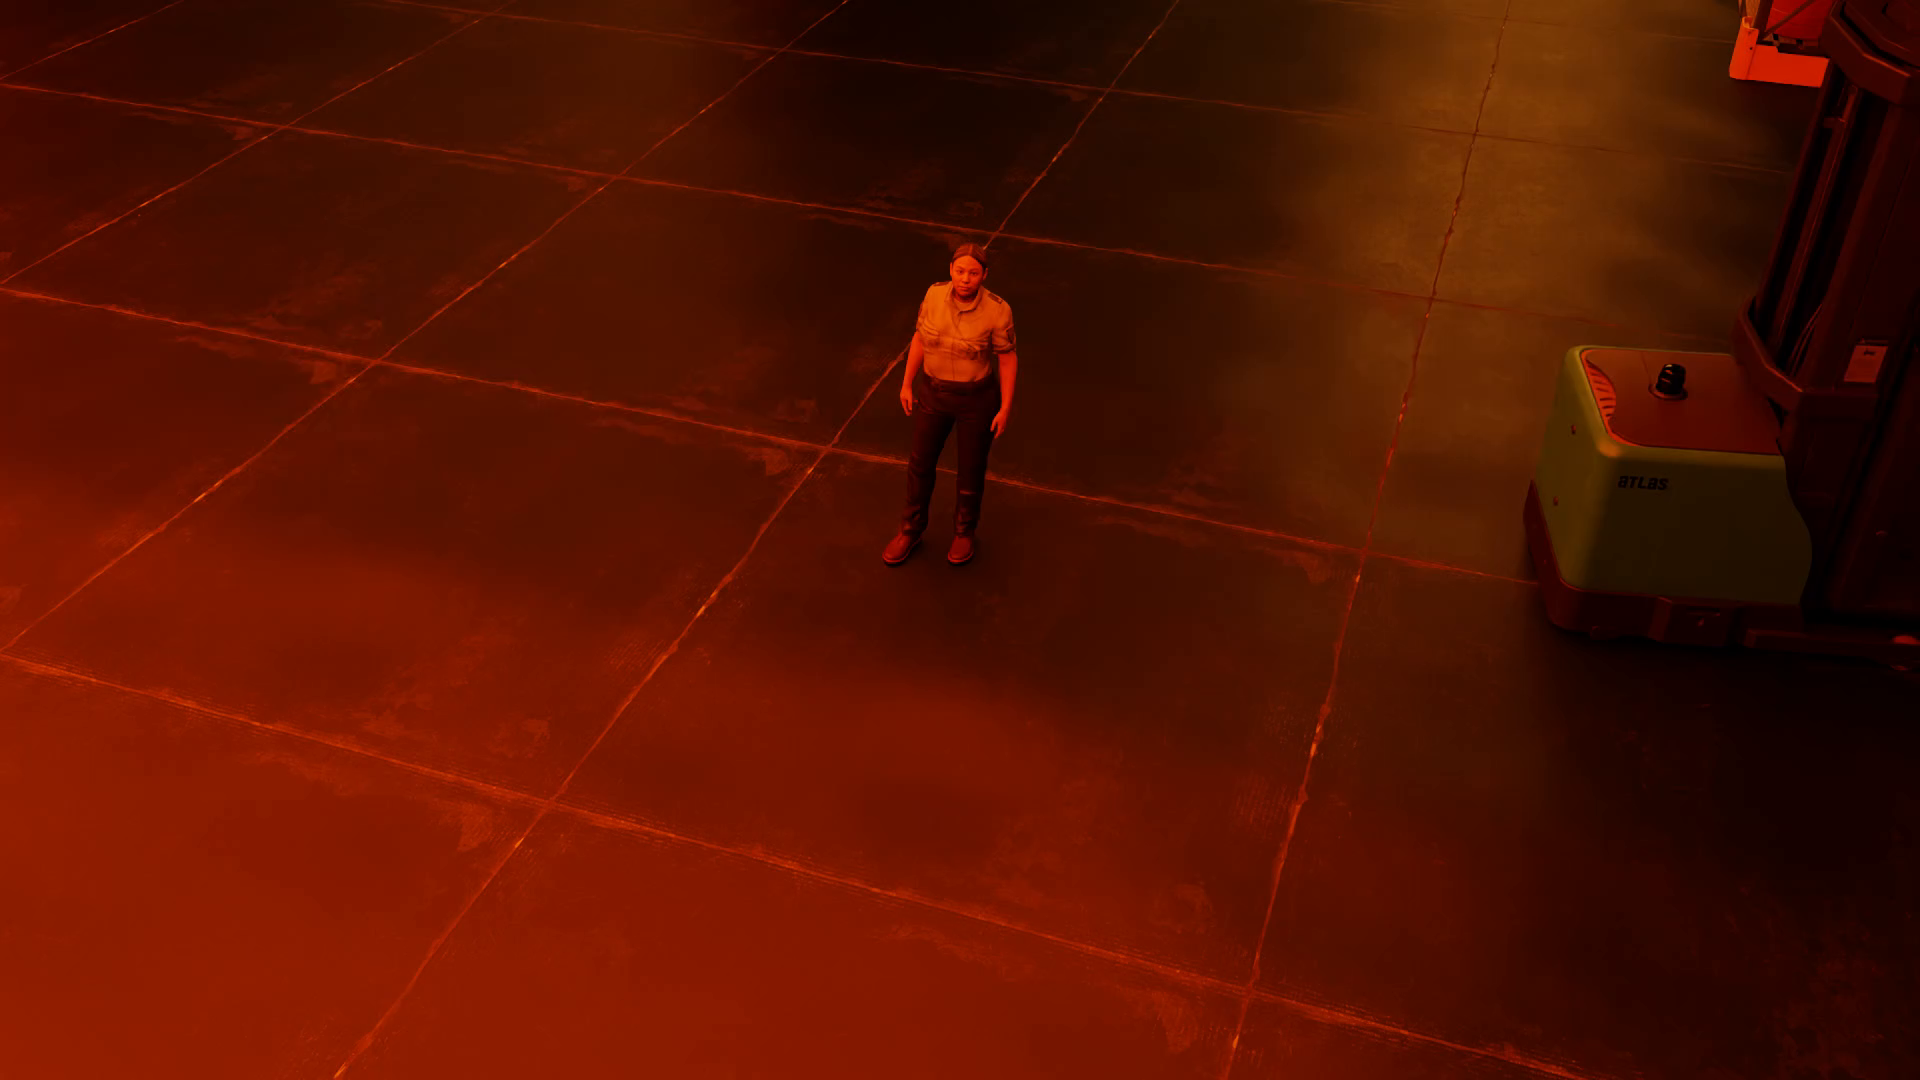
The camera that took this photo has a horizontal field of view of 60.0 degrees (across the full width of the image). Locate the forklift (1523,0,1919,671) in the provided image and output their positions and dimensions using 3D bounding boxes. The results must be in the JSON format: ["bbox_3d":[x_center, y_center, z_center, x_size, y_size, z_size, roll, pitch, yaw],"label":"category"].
[{"bbox_3d":[4.386,-0.898,7.378,3.031,2.935,1.130,4,36,6],"label":"forklift"}]

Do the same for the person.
[{"bbox_3d":[-0.051,-0.634,8.101,0.598,1.651,0.503,12,37,16],"label":"person"}]
